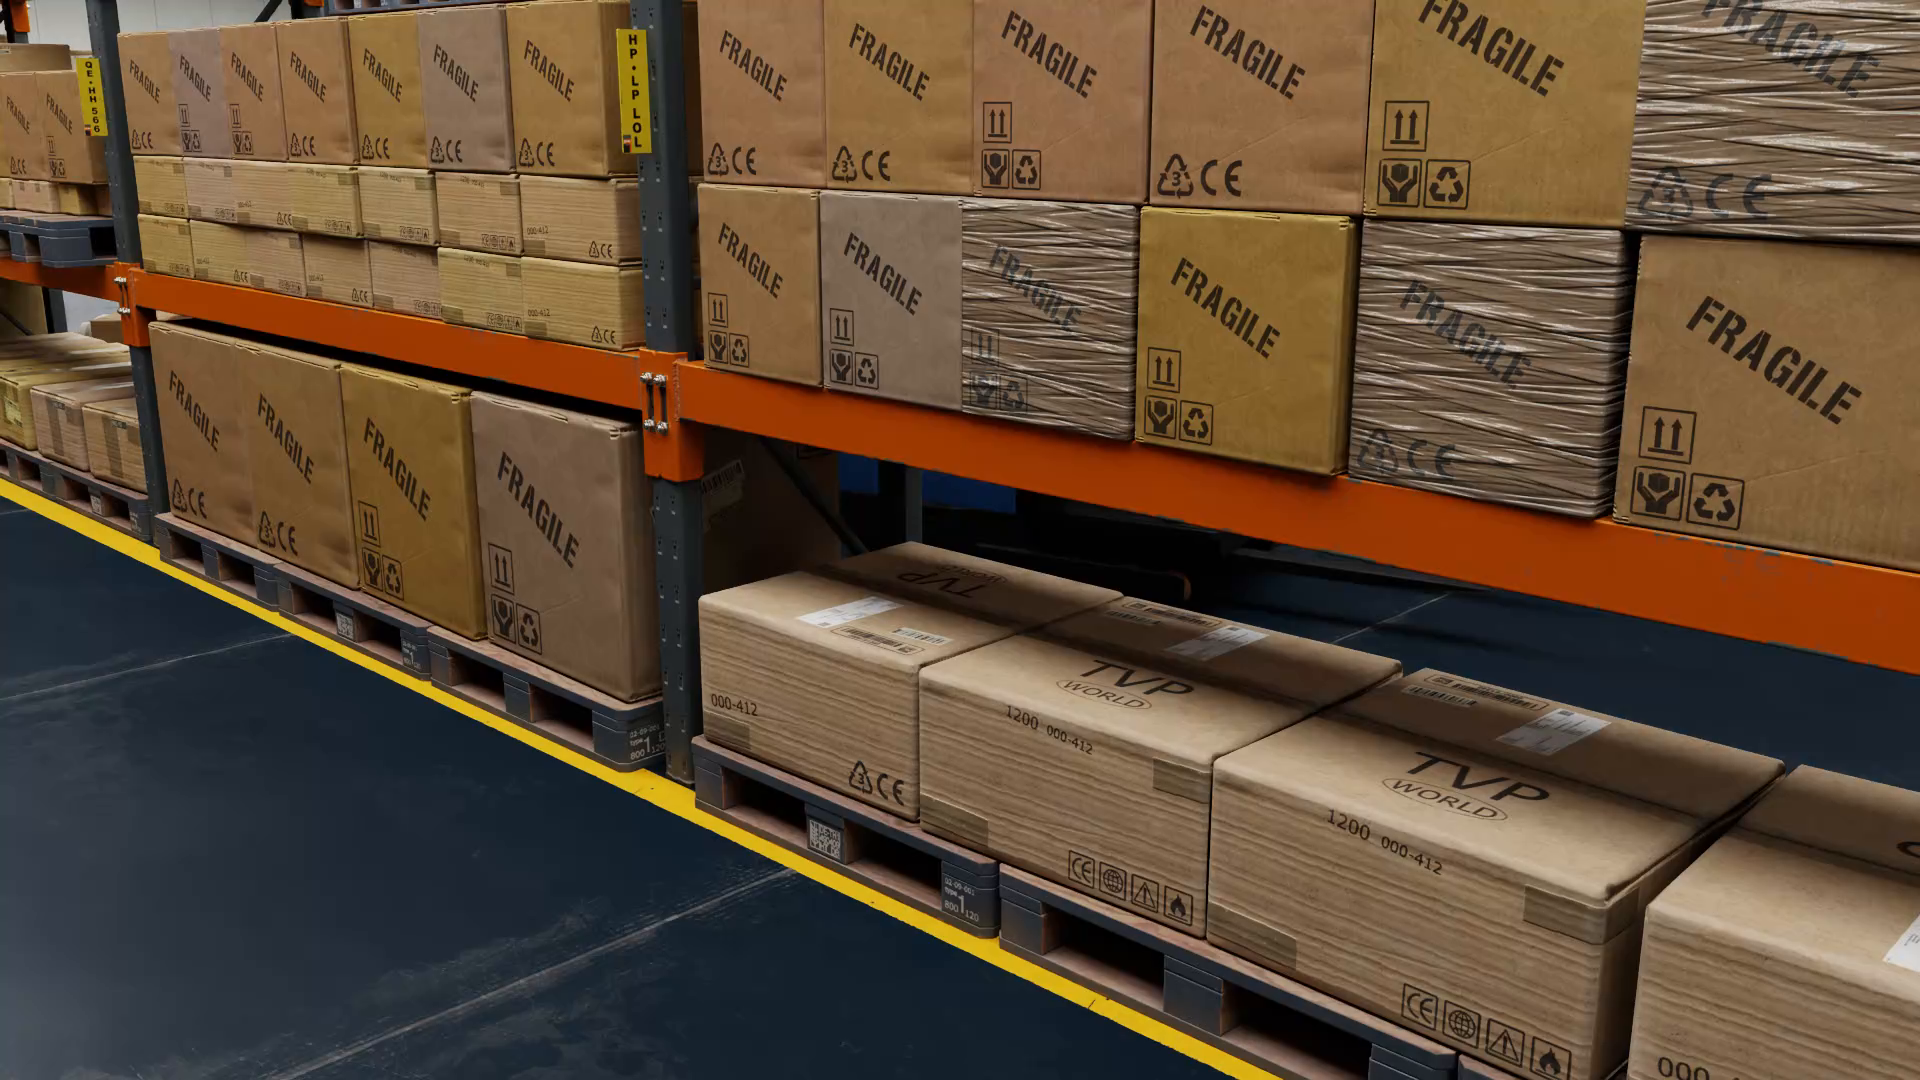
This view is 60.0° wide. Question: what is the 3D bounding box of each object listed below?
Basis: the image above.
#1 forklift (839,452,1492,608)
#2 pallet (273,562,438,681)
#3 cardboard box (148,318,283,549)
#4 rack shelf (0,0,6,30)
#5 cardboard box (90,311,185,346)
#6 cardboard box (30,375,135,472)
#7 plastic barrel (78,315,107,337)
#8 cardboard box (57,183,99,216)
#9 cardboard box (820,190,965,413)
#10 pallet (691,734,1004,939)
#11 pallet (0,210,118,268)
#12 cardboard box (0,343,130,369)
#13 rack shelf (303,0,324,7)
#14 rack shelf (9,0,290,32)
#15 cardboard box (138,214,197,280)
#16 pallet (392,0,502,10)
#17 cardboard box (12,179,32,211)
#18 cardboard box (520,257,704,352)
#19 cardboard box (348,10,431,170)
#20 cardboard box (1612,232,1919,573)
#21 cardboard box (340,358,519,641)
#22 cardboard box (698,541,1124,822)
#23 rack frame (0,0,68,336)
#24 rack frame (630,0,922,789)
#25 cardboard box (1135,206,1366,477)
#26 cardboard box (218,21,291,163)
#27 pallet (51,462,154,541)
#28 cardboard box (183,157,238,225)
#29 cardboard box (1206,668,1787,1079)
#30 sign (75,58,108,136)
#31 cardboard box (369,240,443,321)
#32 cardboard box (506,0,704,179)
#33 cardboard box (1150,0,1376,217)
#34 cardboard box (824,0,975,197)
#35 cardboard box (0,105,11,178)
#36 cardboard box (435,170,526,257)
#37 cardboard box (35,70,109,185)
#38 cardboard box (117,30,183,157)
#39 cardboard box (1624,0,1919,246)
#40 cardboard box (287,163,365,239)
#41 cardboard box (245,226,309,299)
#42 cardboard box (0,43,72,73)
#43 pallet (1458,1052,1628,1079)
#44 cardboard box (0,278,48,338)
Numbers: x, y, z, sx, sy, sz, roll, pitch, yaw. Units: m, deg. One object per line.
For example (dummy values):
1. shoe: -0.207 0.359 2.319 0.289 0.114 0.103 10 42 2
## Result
1. forklift: 0.883 -1.280 7.032 3.031 2.935 1.130 9 17 30
2. pallet: -2.005 0.215 6.688 1.213 0.211 1.003 14 20 42
3. cardboard box: -2.955 -0.539 7.431 0.875 0.875 0.875 13 20 42
4. rack shelf: -7.714 -3.653 11.480 4.000 0.370 1.077 14 20 42
5. cardboard box: -6.101 -1.426 12.407 0.500 0.500 0.500 -2 15 -6
6. cardboard box: -4.331 -0.659 8.893 0.625 0.372 0.950 13 20 41
7. plastic barrel: -6.616 -1.566 13.103 0.512 0.421 0.421 -2 15 -6
8. cardboard box: -4.037 -1.630 7.902 0.250 0.149 0.380 14 20 43
9. cardboard box: 0.001 -0.629 4.200 0.500 0.500 0.500 14 20 43
10. pallet: -0.022 0.697 4.837 1.213 0.211 1.003 14 20 42
11. pallet: -3.981 -1.512 8.166 1.003 0.211 1.213 14 20 42
12. cardboard box: -5.375 -0.915 9.872 0.950 0.372 0.625 -13 19 -41
13. rack shelf: -1.955 -2.253 6.107 4.000 0.370 1.077 14 20 42
14. rack shelf: -4.834 -2.953 8.794 4.000 0.370 1.077 14 20 42
15. cardboard box: -3.217 -1.296 7.253 0.500 0.250 0.500 13 20 41
16. pallet: -4.366 -4.883 14.950 1.213 0.211 1.003 14 20 42
17. cardboard box: -4.425 -1.711 8.215 0.250 0.149 0.380 12 19 40
18. cardboard box: -1.013 -0.760 5.196 0.500 0.250 0.500 13 19 41
19. cardboard box: -1.740 -1.546 5.734 0.500 0.500 0.500 -14 20 -43
20. cardboard box: 1.483 -0.275 2.839 0.500 0.500 0.500 13 20 41
21. cardboard box: -1.672 -0.225 6.228 0.875 0.875 0.875 -14 20 -43
22. cardboard box: -0.137 0.367 4.825 0.875 0.438 0.875 13 20 41
23. rack frame: -6.274 -2.200 10.424 0.127 3.000 1.000 14 20 42
24. rack frame: -0.515 -0.799 5.051 0.127 3.000 1.000 14 20 42
25. cardboard box: 0.725 -0.451 3.515 0.500 0.500 0.500 -14 20 -43
26. cardboard box: -2.483 -1.723 6.413 0.500 0.500 0.500 -14 20 -43
27. pallet: -3.956 -0.287 8.615 1.213 0.211 1.003 14 20 42
28. cardboard box: -2.830 -1.445 6.833 0.500 0.250 0.500 -14 20 -43
29. cardboard box: 1.156 0.681 3.617 0.875 0.438 0.875 -14 20 -43
30. sign: -3.764 -1.921 7.217 0.005 0.325 0.100 14 20 42
31. cardboard box: -1.728 -0.941 5.891 0.500 0.250 0.500 13 19 41
32. cardboard box: -1.011 -1.364 5.038 0.500 0.500 0.500 -14 20 -42
33. cardboard box: 0.741 -0.934 3.388 0.500 0.500 0.500 13 20 42
34. cardboard box: 0.019 -1.115 4.080 0.500 0.500 0.500 13 20 41
35. cardboard box: -4.658 -2.101 8.424 0.500 0.500 0.500 12 19 38
36. cardboard box: -1.366 -1.088 5.464 0.500 0.250 0.500 -14 20 -43
37. cardboard box: -3.914 -1.924 7.746 0.500 0.500 0.500 13 19 41
38. cardboard box: -3.209 -1.901 7.097 0.500 0.500 0.500 13 19 40
39. cardboard box: 1.456 -0.759 2.714 0.500 0.500 0.500 14 20 42
40. cardboard box: -2.123 -1.264 6.140 0.500 0.250 0.500 14 20 43
41. cardboard box: -2.461 -1.116 6.564 0.500 0.250 0.500 -14 20 -42
42. cardboard box: -4.768 -2.444 8.455 0.250 0.149 0.380 12 19 40
43. pallet: 1.735 1.124 3.199 1.213 0.211 1.003 14 20 42
44. cardboard box: -6.511 -1.587 11.208 0.500 0.500 0.500 -13 20 -42
